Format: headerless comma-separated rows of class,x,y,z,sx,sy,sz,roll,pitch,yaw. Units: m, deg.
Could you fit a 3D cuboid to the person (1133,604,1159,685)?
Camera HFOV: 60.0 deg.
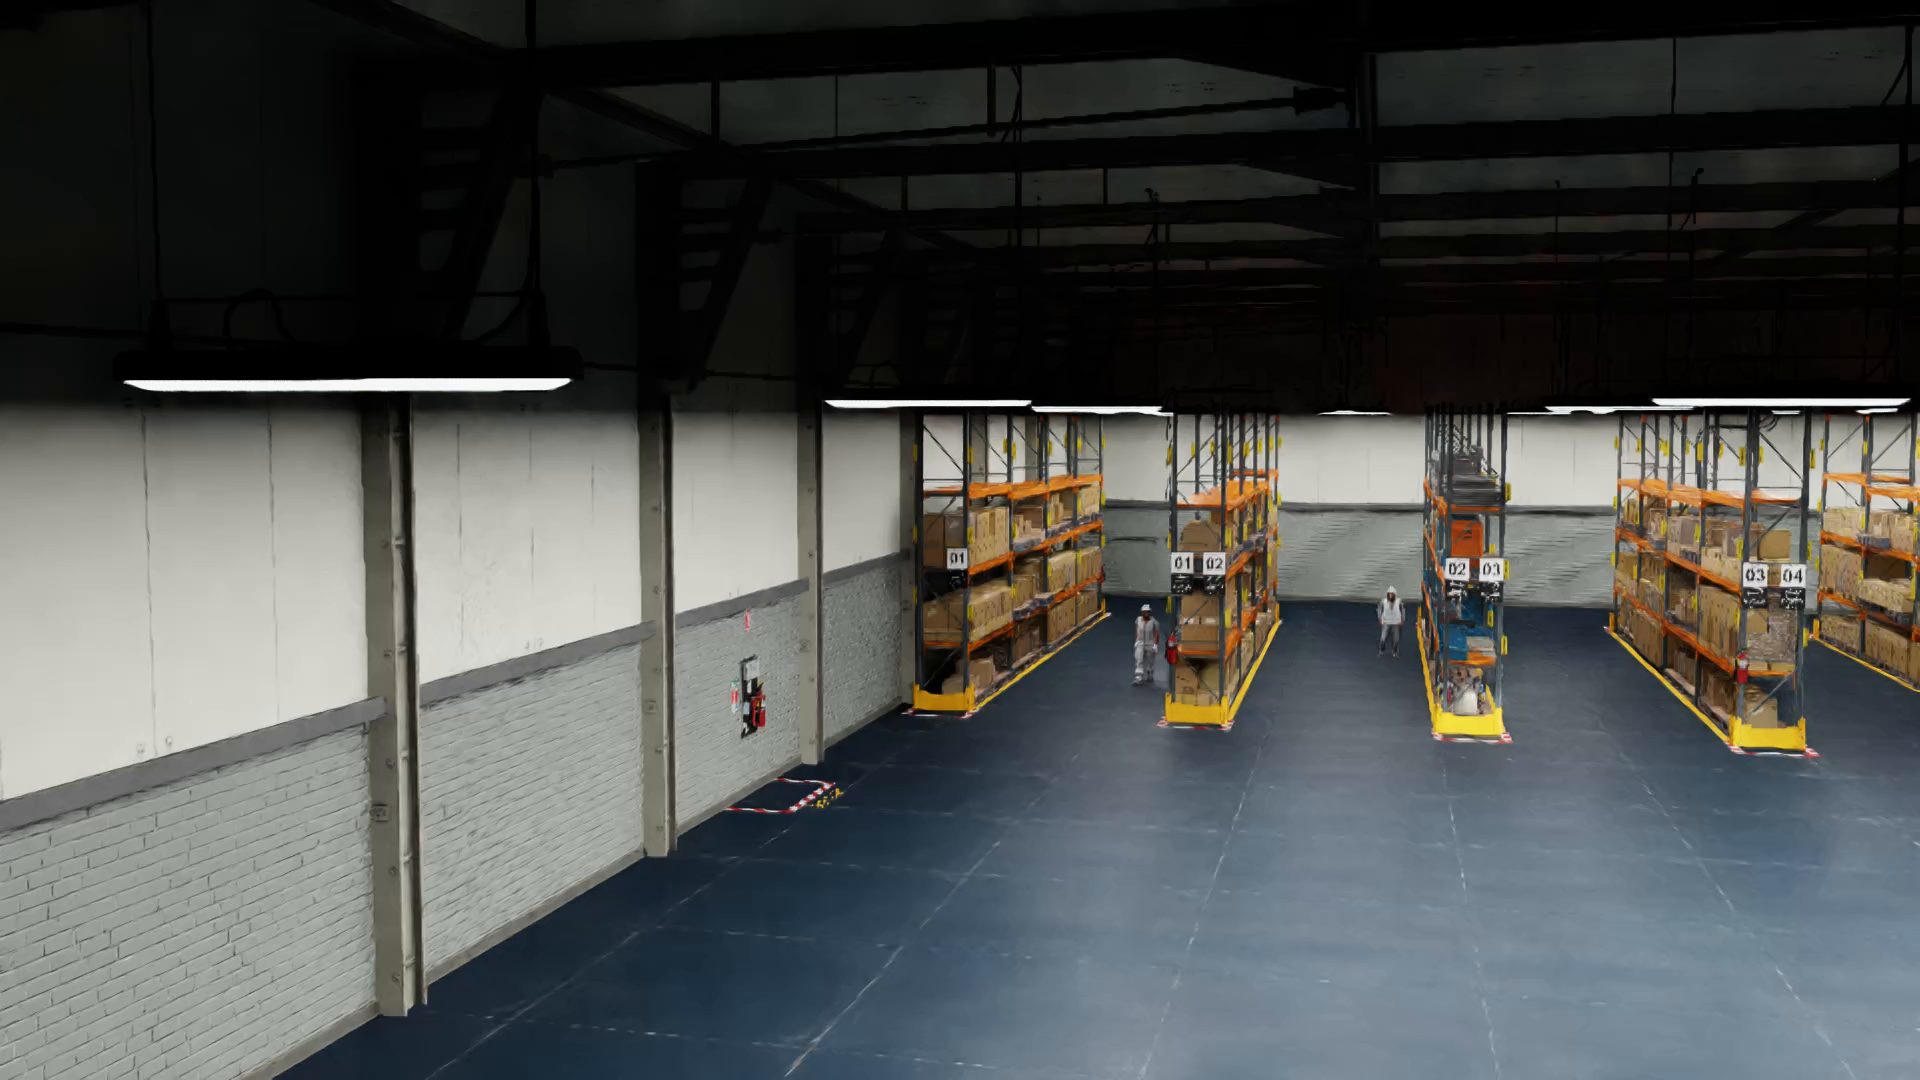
person,3.985,2.217,35.640,0.551,1.707,1.109,1,4,13

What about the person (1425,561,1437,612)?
person,13.325,1.410,47.135,0.651,1.668,0.431,-4,6,-44

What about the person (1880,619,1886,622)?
person,25.203,1.515,45.216,0.569,1.752,0.607,-4,5,-40

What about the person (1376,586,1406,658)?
person,10.245,1.949,39.541,0.677,1.726,0.574,1,4,13
